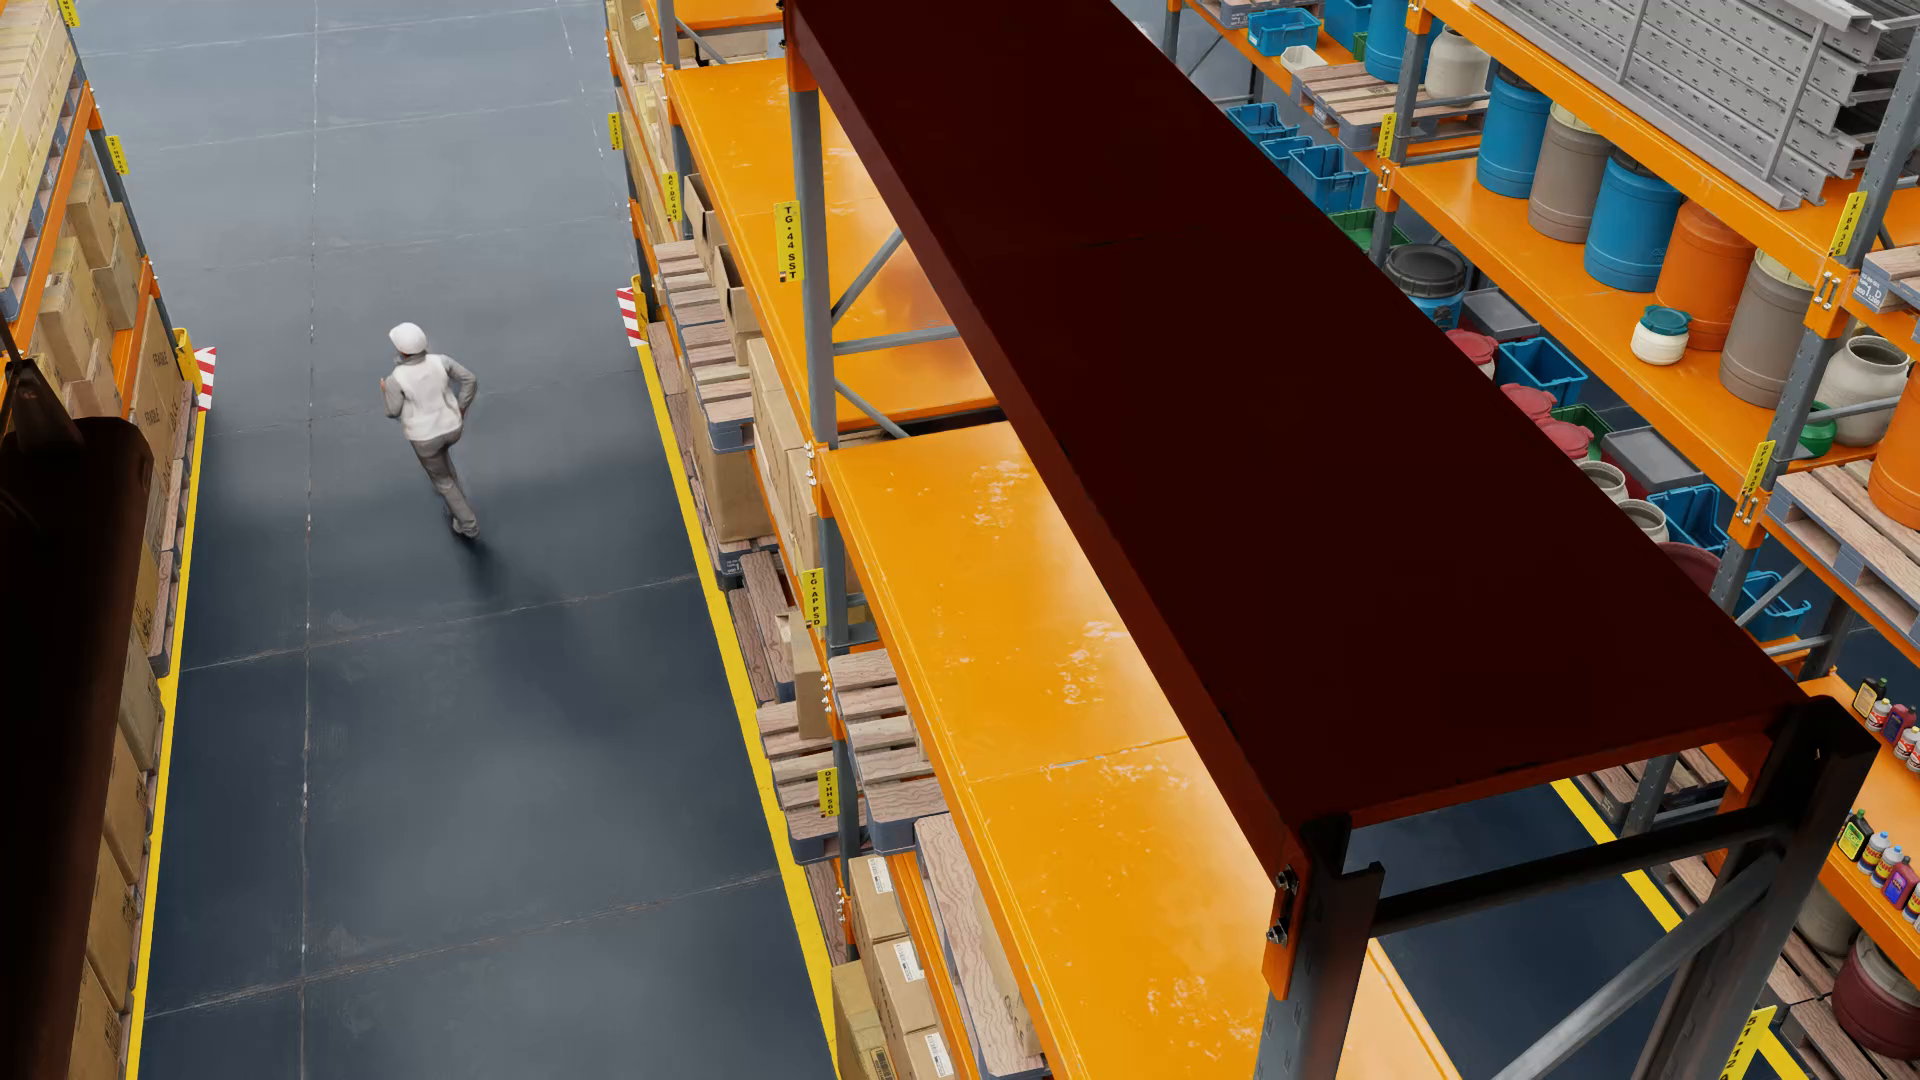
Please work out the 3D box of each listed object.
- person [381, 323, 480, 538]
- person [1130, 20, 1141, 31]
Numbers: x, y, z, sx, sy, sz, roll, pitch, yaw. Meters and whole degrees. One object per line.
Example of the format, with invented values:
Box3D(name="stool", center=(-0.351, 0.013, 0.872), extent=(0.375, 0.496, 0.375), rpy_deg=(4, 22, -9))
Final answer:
Box3D(name="person", center=(-3.946, -0.833, 12.485), extent=(0.795, 1.806, 0.658), rpy_deg=(31, 48, 33))
Box3D(name="person", center=(1.720, -4.381, 16.891), extent=(0.895, 1.835, 0.649), rpy_deg=(5, 39, 7))
